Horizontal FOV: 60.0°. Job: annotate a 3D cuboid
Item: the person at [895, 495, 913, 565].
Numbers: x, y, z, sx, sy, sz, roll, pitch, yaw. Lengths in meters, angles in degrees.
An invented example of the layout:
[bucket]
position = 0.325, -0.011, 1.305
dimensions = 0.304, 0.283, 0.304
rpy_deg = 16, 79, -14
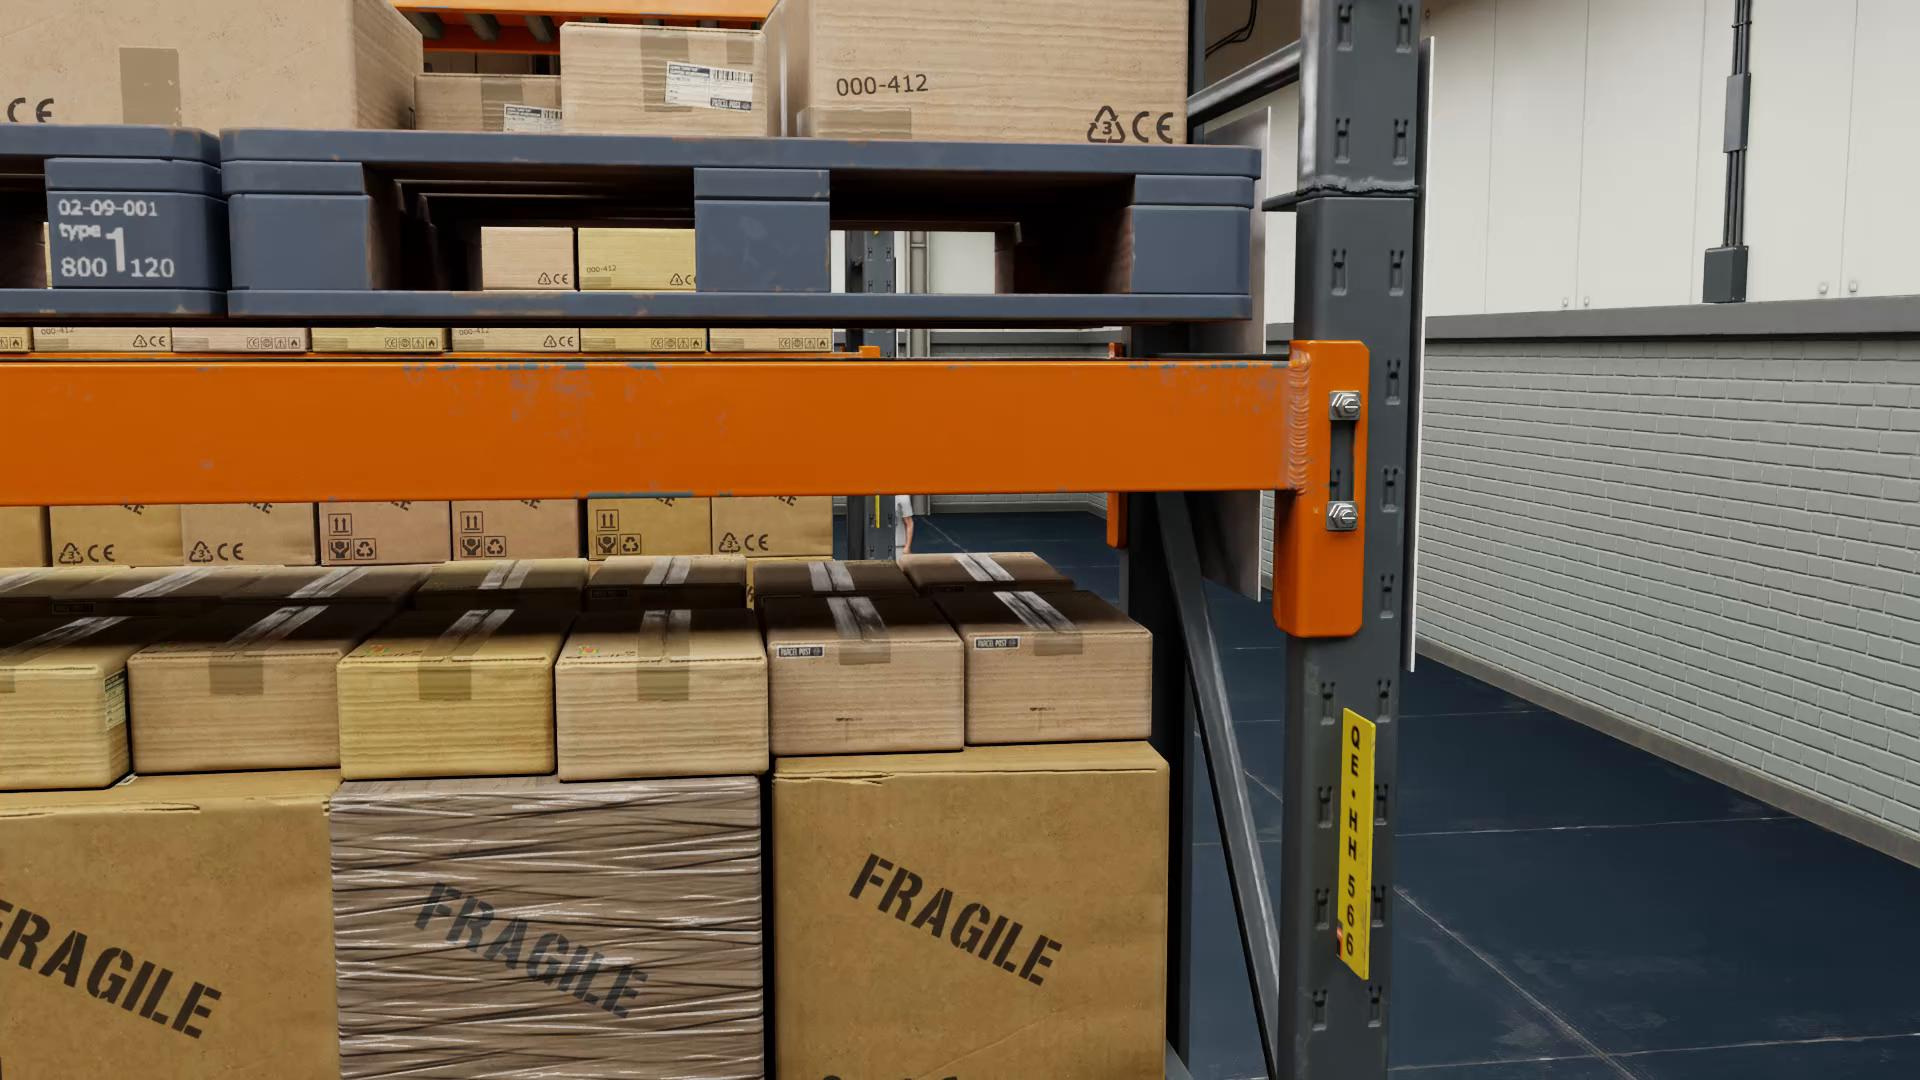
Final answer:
[person]
position = -0.696, 0.080, 16.611
dimensions = 0.490, 1.673, 0.354
rpy_deg = 4, 7, 28
